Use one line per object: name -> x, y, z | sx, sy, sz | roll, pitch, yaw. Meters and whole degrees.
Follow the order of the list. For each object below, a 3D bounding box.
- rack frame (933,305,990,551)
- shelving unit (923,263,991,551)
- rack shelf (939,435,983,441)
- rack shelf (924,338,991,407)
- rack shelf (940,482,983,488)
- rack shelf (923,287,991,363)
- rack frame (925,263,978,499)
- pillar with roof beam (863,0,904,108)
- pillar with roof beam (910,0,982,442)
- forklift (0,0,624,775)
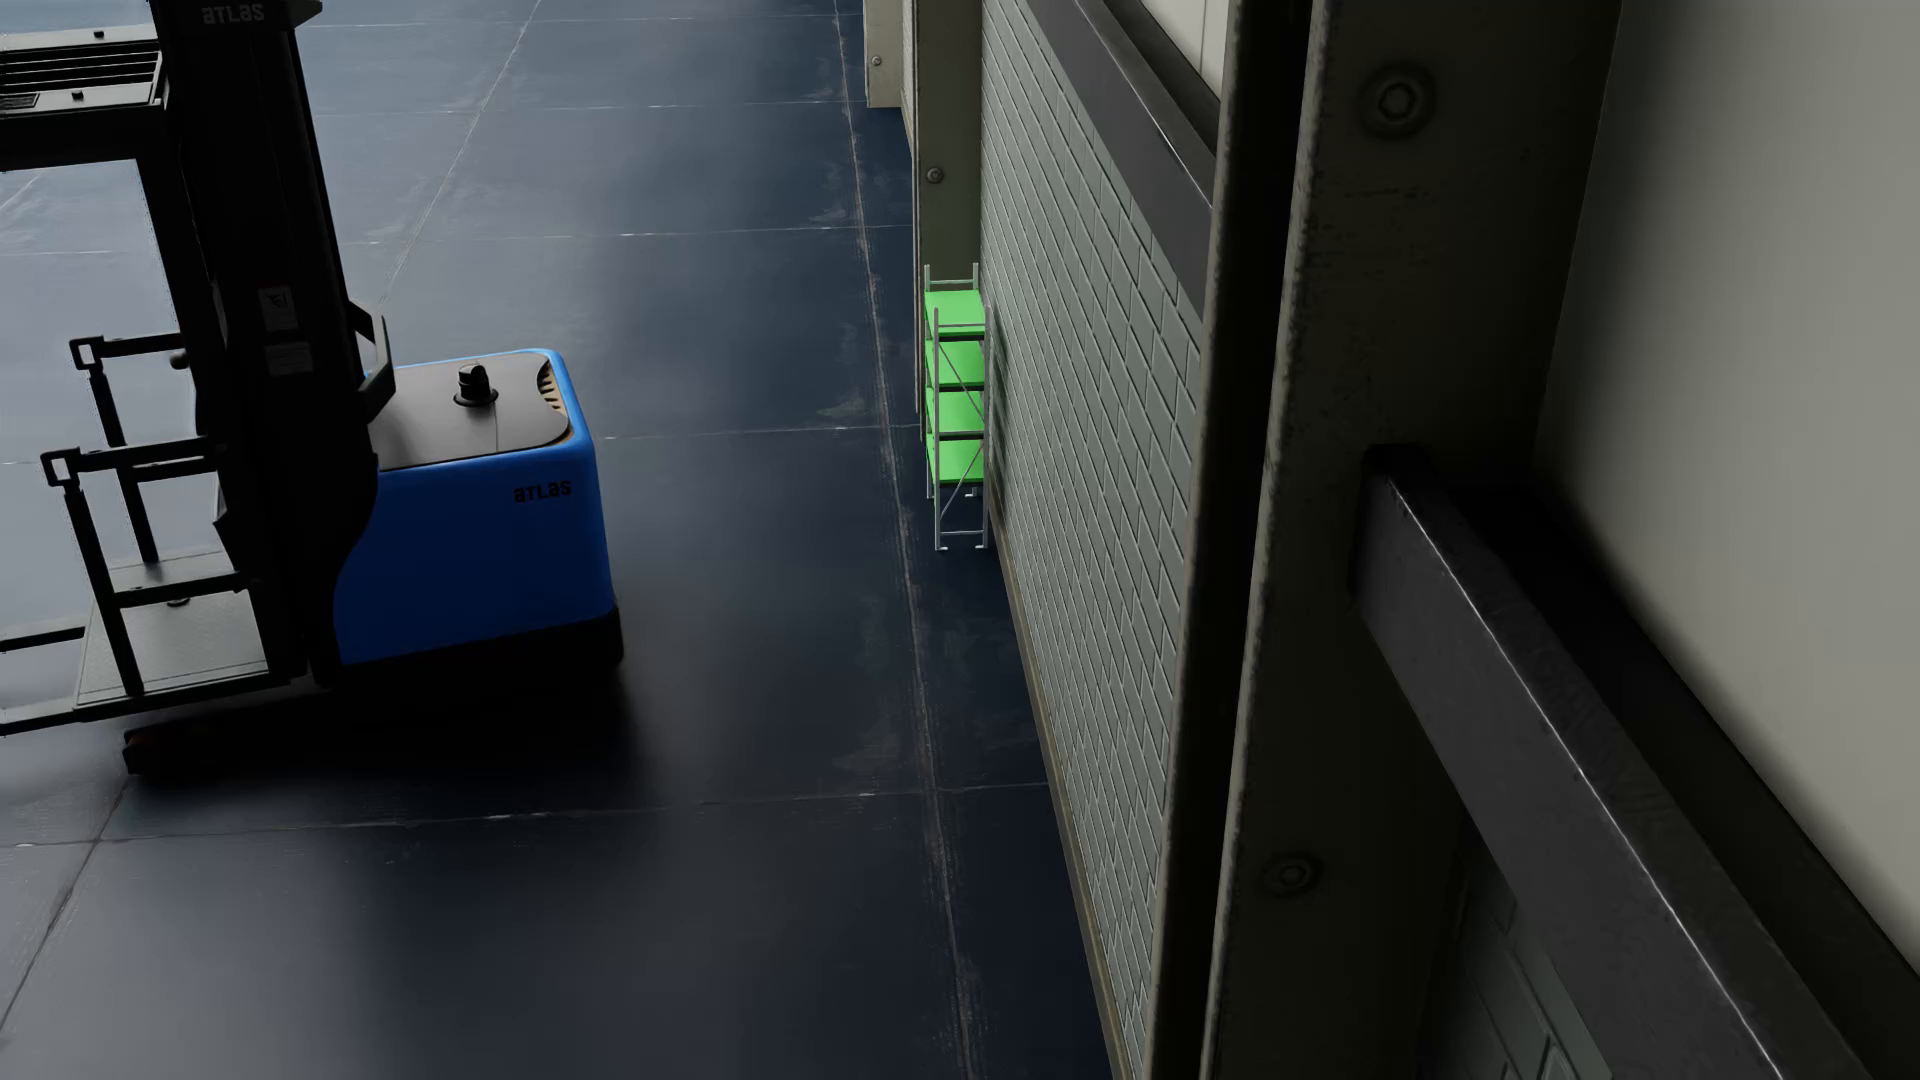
rack frame -> 0.007, -0.475, 7.375 | 0.240, 1.200, 0.015 | -3, 31, -5
shelving unit -> -0.015, -0.600, 7.584 | 0.258, 1.200, 0.503 | -3, 31, -5
rack shelf -> -0.015, -0.569, 7.602 | 0.199, 0.029, 0.442 | -3, 31, -5
rack shelf -> -0.016, -0.751, 7.494 | 0.258, 0.148, 0.480 | -3, 31, -5
rack shelf -> -0.015, -0.363, 7.725 | 0.199, 0.029, 0.442 | -3, 31, -5
rack shelf -> -0.016, -0.957, 7.370 | 0.258, 0.148, 0.480 | -3, 31, -5
rack frame -> -0.038, -0.724, 7.792 | 0.240, 1.200, 0.015 | -3, 31, -5
pillar with roof beam -> -4.911, -7.335, 11.255 | 9.100, 9.000, 0.400 | -3, 31, -5
pillar with roof beam -> -4.351, -4.272, 6.127 | 9.100, 9.000, 0.400 | -3, 31, -5
forklift -> -2.952, -0.679, 6.029 | 3.031, 2.935, 1.130 | -10, 32, -17
